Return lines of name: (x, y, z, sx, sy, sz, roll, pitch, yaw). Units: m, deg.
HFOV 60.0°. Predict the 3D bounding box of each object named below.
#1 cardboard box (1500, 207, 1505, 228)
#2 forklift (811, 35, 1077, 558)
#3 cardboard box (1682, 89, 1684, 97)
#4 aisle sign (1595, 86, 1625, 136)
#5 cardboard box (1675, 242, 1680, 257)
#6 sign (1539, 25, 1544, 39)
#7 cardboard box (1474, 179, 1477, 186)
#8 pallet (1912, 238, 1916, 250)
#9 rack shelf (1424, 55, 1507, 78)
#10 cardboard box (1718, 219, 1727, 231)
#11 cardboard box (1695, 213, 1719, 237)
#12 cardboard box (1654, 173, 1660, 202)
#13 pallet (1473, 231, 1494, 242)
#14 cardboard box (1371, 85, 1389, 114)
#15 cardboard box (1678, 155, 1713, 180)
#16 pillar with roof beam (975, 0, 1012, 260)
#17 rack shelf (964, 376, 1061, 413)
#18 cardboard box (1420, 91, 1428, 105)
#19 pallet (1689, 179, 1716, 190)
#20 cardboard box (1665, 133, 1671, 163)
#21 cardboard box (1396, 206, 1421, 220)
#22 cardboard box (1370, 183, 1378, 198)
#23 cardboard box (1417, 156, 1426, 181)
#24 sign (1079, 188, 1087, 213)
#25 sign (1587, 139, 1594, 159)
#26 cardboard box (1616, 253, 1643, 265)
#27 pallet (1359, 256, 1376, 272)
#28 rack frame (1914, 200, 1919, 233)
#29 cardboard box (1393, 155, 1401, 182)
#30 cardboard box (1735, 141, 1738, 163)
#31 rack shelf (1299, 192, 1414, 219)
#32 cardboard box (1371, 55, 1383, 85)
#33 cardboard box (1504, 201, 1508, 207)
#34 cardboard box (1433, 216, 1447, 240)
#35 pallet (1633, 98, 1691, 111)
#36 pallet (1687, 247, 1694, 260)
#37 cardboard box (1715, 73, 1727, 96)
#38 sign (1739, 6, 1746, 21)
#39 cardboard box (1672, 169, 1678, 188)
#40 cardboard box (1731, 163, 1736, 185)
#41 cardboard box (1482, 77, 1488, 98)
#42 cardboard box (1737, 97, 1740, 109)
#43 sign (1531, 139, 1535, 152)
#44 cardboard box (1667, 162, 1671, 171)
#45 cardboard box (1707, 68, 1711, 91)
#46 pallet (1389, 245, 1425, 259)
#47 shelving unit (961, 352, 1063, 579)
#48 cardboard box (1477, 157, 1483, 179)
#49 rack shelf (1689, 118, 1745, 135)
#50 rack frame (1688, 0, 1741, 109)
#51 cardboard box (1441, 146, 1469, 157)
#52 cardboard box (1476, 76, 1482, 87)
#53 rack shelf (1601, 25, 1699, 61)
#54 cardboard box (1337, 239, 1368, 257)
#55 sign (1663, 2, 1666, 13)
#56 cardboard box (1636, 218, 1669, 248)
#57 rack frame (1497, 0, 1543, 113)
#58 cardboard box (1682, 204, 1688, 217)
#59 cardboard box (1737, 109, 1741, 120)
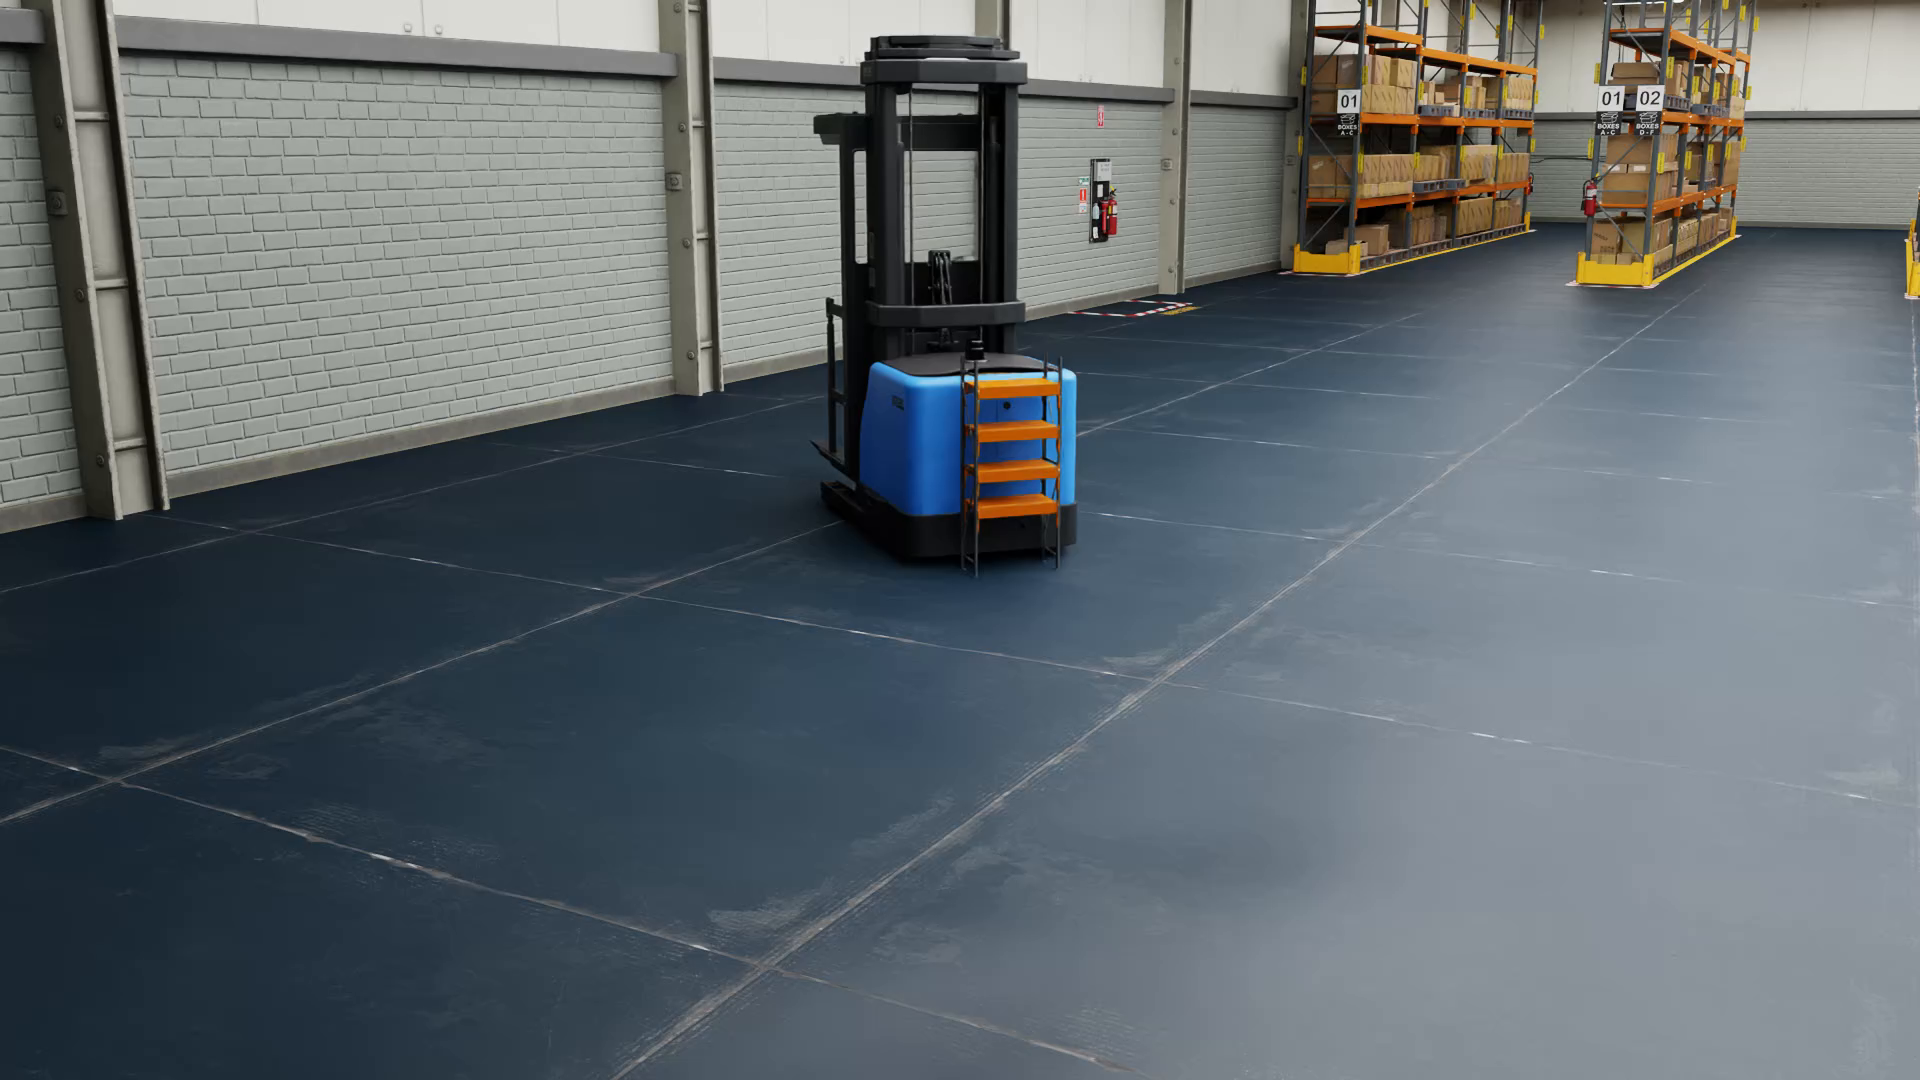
cardboard box: (13.123, -8.018, 41.330, 0.700, 0.500, 0.500, 7, 15, 27)
forklift: (-0.277, -1.625, 10.520, 1.130, 2.935, 3.031, -5, 14, -18)
cardboard box: (13.203, -8.298, 31.076, 0.500, 0.250, 0.500, 9, 16, 34)
aisle sign: (10.674, -7.046, 27.312, 0.394, 0.787, 0.004, 7, 15, 28)
cardboard box: (13.308, -5.505, 31.439, 0.500, 0.250, 0.500, 7, 15, 27)
sign: (14.827, -12.950, 42.387, 0.100, 0.325, 0.005, 7, 15, 28)
cardboard box: (11.719, -8.262, 38.397, 0.380, 0.149, 0.250, 8, 16, 30)
pallet: (21.420, -6.462, 36.387, 1.003, 0.211, 1.213, 7, 15, 28)
rack shelf: (11.459, -10.747, 37.798, 1.077, 0.370, 4.000, 7, 15, 28)
cardboard box: (18.165, -7.591, 40.049, 0.500, 0.250, 0.500, 7, 15, 28)
cardboard box: (16.776, -7.089, 37.434, 0.500, 0.500, 0.500, 7, 15, 28)
cardboard box: (11.694, -6.115, 28.783, 0.700, 0.500, 0.500, 7, 15, 28)
pallet: (12.118, -7.262, 39.707, 1.003, 0.211, 1.213, 7, 15, 28)
cardboard box: (7.543, -8.093, 30.545, 0.500, 0.500, 0.500, 8, 16, 31)
cardboard box: (15.645, -7.964, 35.559, 0.700, 0.500, 0.500, 11, 17, 38)
pillar with roof beam: (4.173, -6.531, 17.924, 9.100, 9.000, 0.400, 7, 15, 28)
rack shelf: (0.281, -0.799, 9.111, 0.480, 0.148, 0.258, -5, 14, -19)
cardboard box: (9.190, -8.992, 33.825, 0.500, 0.311, 0.500, 8, 16, 30)
pallet: (15.766, -7.710, 36.023, 1.003, 0.211, 1.213, 7, 15, 28)
cardboard box: (12.202, -6.964, 29.538, 0.700, 0.500, 0.500, 7, 15, 28)
cardboard box: (9.358, -6.857, 34.872, 0.500, 0.250, 0.500, 7, 15, 26)
cardboard box: (7.377, -6.432, 30.590, 0.500, 0.250, 0.500, 7, 15, 26)
cardboard box: (9.111, -7.620, 34.090, 0.700, 0.500, 0.500, 9, 16, 34)
sign: (1.719, -4.746, 23.245, 0.001, 0.329, 0.234, 7, 15, 28)
sign: (10.494, -6.505, 27.638, 0.100, 0.325, 0.005, 7, 15, 28)
cardboard box: (11.417, -4.715, 28.160, 0.500, 0.250, 0.500, 7, 15, 28)
pallet: (7.085, -5.145, 30.926, 1.003, 0.211, 1.213, 7, 15, 28)
rack frame: (23.032, -8.483, 38.820, 1.000, 3.000, 0.127, 7, 15, 28)
cardboard box: (8.111, -7.108, 31.792, 0.500, 0.500, 0.500, 7, 15, 26)
cardboard box: (18.233, -9.246, 39.640, 0.500, 0.500, 0.500, 8, 16, 30)
rack shelf: (7.591, -6.383, 31.646, 1.077, 0.370, 4.000, 7, 15, 28)
cardboard box: (7.310, -8.474, 29.994, 0.500, 0.500, 0.500, 7, 15, 27)
cardboard box: (13.454, -8.388, 41.478, 0.380, 0.149, 0.250, 7, 15, 26)
cardboard box: (10.189, -6.809, 36.272, 0.700, 0.500, 0.500, 8, 16, 29)
pallet: (12.507, -7.820, 29.860, 1.003, 0.211, 1.213, 7, 15, 28)
pallet: (14.398, -5.883, 33.987, 1.003, 0.211, 1.213, 7, 15, 28)
cardboard box: (16.965, -10.321, 37.698, 0.700, 0.500, 0.500, 7, 15, 28)
sign: (17.252, -11.610, 36.660, 0.100, 0.325, 0.005, 7, 15, 28)
cardboard box: (13.537, -6.895, 32.021, 0.500, 0.500, 0.500, 9, 16, 32)
cardboard box: (18.225, -8.762, 39.765, 0.500, 0.500, 0.500, 8, 15, 28)
cardboard box: (12.559, -10.957, 40.293, 0.500, 0.500, 0.500, 7, 15, 28)
cardboard box: (17.950, -10.231, 38.923, 0.500, 0.250, 0.500, 7, 15, 28)
sign: (14.828, -10.219, 43.046, 0.100, 0.325, 0.005, 7, 15, 28)
cardboard box: (12.459, -6.658, 29.654, 0.380, 0.149, 0.250, 7, 15, 28)
cardboard box: (15.540, -9.695, 35.099, 0.500, 0.500, 0.500, 7, 15, 28)
pallet: (8.933, -5.948, 34.254, 1.003, 0.211, 1.213, 7, 15, 28)
shelving unit: (0.281, -0.417, 9.204, 0.503, 1.200, 0.258, -5, 14, -19)
cardboard box: (11.698, -8.553, 38.222, 0.500, 0.500, 0.500, 8, 16, 30)
rack shelf: (17.731, -9.743, 39.182, 1.077, 0.370, 4.000, 7, 15, 28)
rack frame: (16.764, -11.141, 37.044, 1.000, 3.000, 0.127, 7, 15, 28)
cardboard box: (10.951, -8.601, 36.821, 0.500, 0.250, 0.500, 8, 16, 29)
cardboard box: (11.885, -10.704, 38.882, 0.500, 0.250, 0.500, 9, 16, 32)
rack shelf: (11.930, -8.545, 28.665, 1.077, 0.370, 4.000, 7, 15, 28)
cardboard box: (7.313, -5.478, 31.155, 0.500, 0.311, 0.500, 9, 16, 33)
sign: (14.350, -10.872, 33.768, 0.100, 0.325, 0.005, 7, 15, 28)
cardboard box: (12.373, -5.491, 29.779, 0.500, 0.500, 0.500, 7, 15, 28)
rack frame: (14.359, -12.522, 42.773, 1.000, 3.000, 0.127, 7, 15, 28)
cardboard box: (15.591, -7.208, 36.325, 0.500, 0.250, 0.500, 7, 15, 27)
cardboard box: (18.198, -10.090, 39.404, 0.500, 0.250, 0.500, 7, 15, 28)
